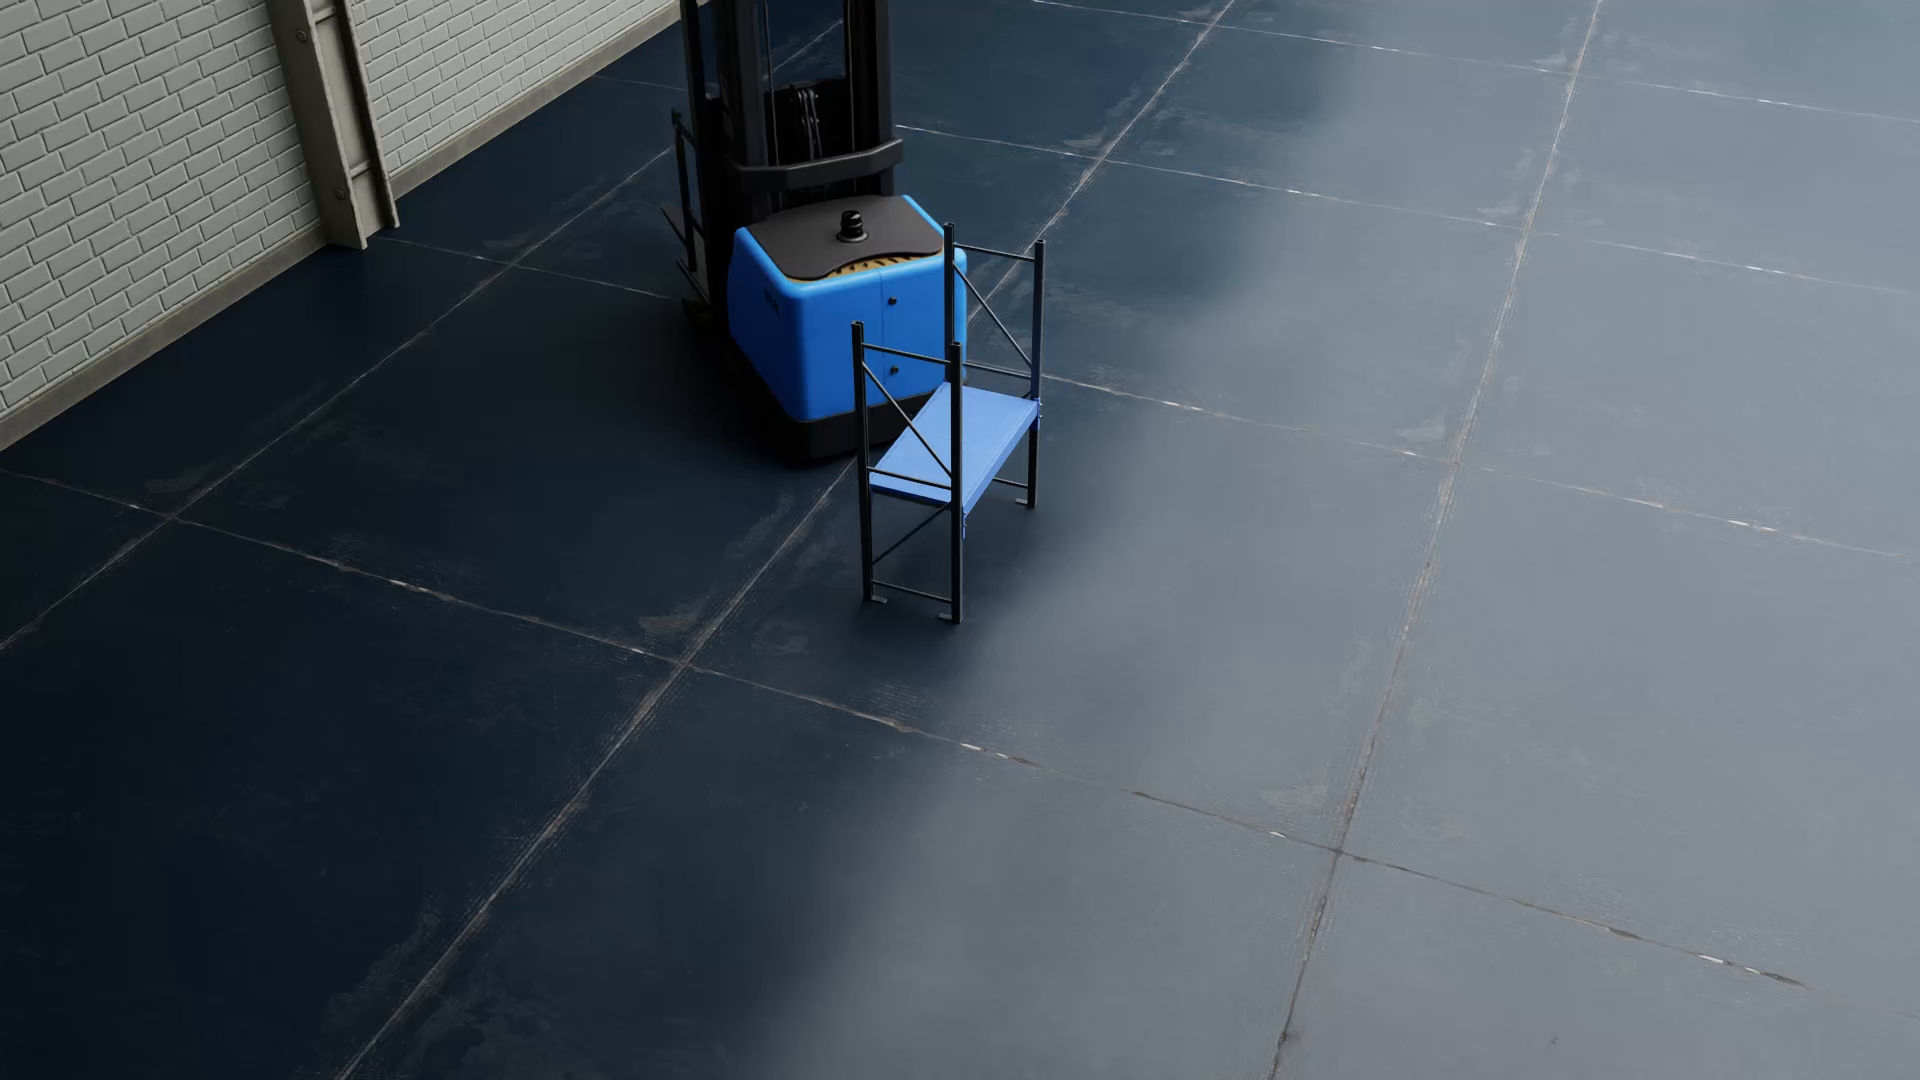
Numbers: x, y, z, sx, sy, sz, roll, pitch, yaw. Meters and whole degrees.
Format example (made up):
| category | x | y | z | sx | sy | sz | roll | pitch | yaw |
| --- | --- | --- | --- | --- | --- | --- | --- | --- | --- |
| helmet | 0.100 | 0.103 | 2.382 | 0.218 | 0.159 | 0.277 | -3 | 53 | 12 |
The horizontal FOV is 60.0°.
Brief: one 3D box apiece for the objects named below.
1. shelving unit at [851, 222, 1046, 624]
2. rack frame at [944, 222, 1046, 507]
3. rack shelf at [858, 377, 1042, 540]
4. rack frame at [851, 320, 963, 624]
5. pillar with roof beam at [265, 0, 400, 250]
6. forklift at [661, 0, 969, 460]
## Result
| category | x | y | z | sx | sy | sz | roll | pitch | yaw |
| --- | --- | --- | --- | --- | --- | --- | --- | --- | --- |
| shelving unit | -0.032 | -0.554 | 7.839 | 0.538 | 1.500 | 1.048 | 14 | 39 | 18 |
| rack frame | 0.161 | -0.835 | 8.216 | 0.500 | 1.500 | 0.032 | 14 | 39 | 18 |
| rack shelf | -0.032 | -0.409 | 7.947 | 0.538 | 0.185 | 1.000 | 14 | 39 | 18 |
| rack frame | -0.226 | -0.272 | 7.463 | 0.500 | 1.500 | 0.032 | 14 | 39 | 18 |
| pillar with roof beam | -0.001 | -4.670 | 7.083 | 9.100 | 9.000 | 0.400 | 14 | 39 | 18 |
| forklift | -1.027 | -2.471 | 9.209 | 1.130 | 2.935 | 3.031 | -15 | 39 | -20 |
